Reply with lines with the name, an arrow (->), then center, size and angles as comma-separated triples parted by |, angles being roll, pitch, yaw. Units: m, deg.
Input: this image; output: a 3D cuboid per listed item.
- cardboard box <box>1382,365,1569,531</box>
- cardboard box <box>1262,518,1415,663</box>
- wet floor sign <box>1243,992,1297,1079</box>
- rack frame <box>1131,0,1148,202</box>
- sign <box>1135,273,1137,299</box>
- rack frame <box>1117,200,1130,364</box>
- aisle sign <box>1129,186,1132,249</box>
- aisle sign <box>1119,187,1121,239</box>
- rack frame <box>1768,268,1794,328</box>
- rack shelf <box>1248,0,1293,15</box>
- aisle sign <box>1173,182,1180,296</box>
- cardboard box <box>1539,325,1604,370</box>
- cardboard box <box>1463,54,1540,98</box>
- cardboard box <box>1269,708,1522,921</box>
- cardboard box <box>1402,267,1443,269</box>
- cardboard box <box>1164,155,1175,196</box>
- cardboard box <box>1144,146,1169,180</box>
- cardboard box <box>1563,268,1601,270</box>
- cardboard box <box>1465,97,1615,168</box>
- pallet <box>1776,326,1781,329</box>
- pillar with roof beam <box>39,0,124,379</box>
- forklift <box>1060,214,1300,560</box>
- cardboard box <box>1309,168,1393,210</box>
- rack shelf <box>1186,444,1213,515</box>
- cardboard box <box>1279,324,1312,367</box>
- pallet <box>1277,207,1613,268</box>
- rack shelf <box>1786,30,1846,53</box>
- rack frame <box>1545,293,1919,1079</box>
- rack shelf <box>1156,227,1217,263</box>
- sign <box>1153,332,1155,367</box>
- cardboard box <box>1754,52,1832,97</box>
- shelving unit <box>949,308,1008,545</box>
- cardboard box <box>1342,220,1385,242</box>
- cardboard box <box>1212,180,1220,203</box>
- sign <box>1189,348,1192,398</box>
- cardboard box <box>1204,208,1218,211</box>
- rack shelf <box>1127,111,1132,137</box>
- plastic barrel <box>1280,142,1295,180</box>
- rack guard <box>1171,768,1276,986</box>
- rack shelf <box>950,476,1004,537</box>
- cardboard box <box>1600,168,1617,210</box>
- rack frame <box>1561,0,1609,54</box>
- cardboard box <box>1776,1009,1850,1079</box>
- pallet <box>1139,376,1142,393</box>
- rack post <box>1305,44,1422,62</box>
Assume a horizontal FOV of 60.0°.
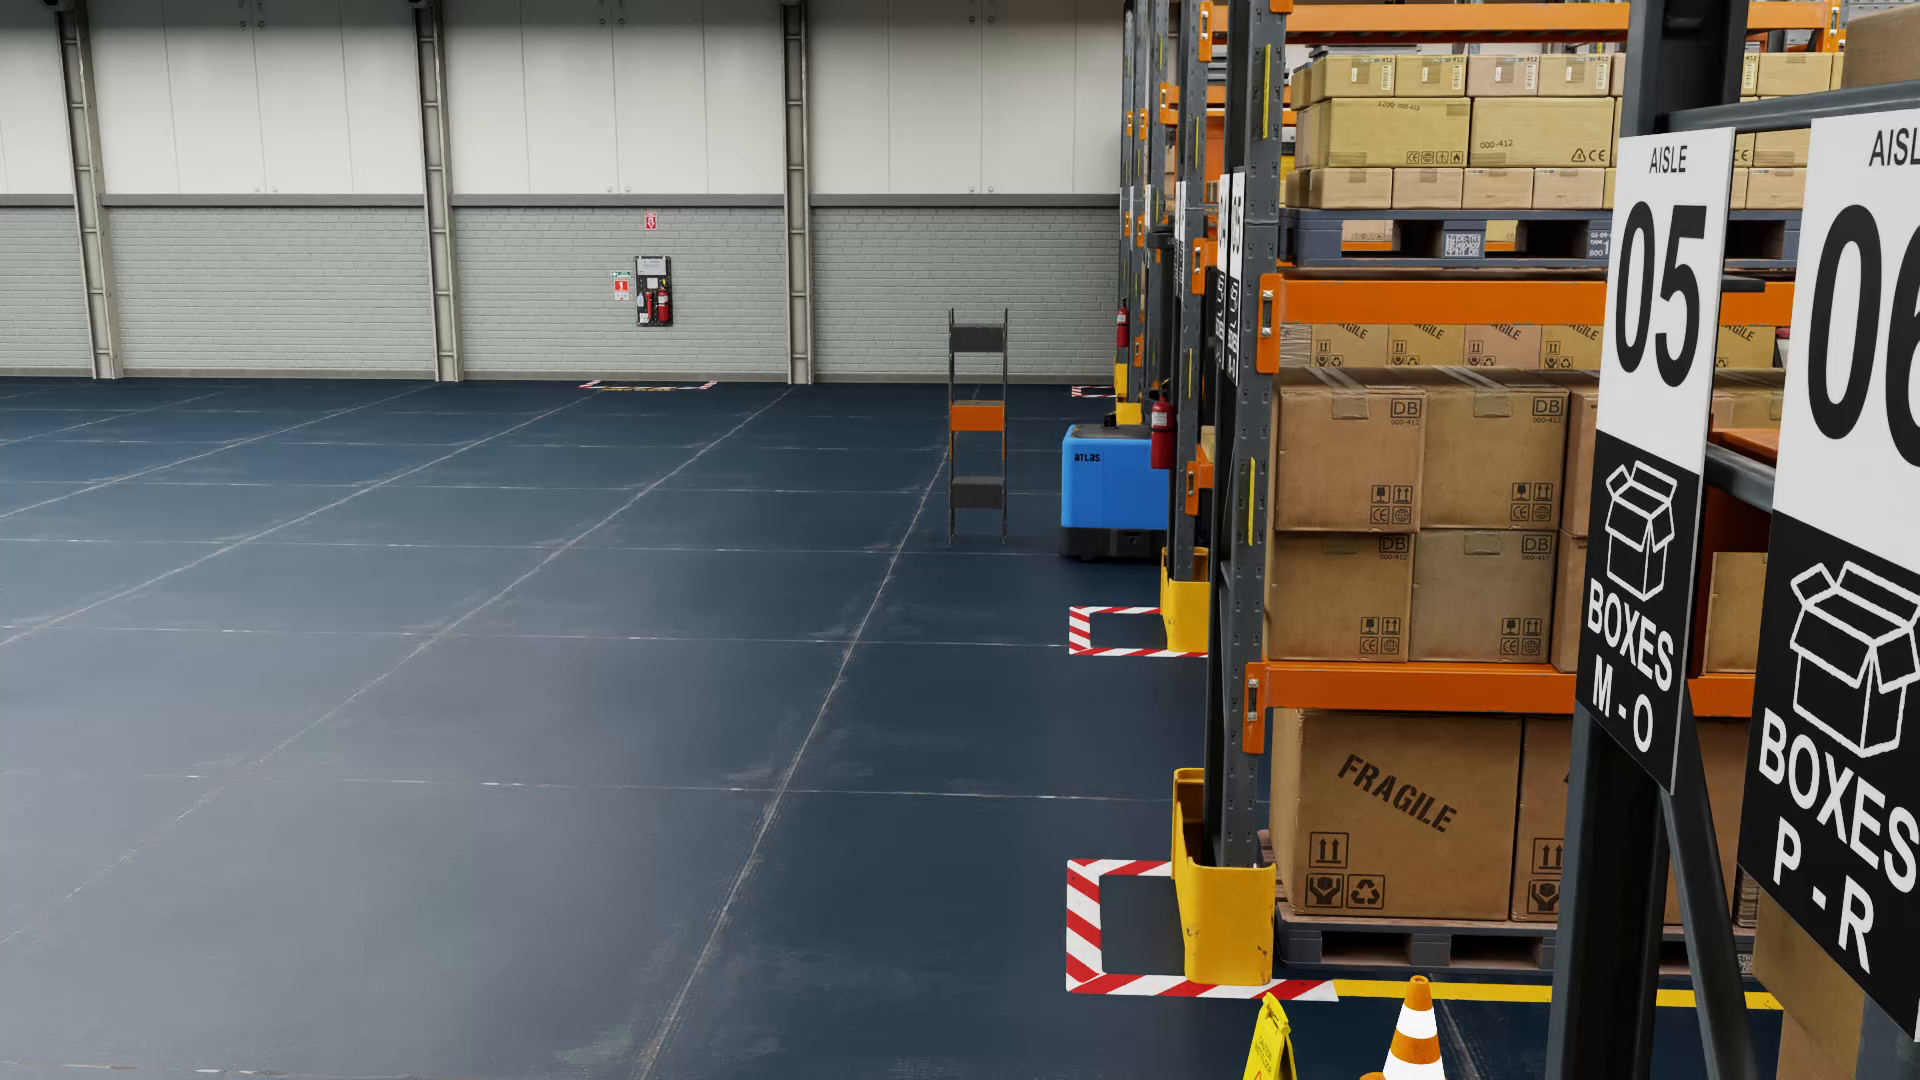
cardboard box -> 2.072, -0.396, 6.815 | 0.550, 0.550, 0.875 | 1, 12, 4
cardboard box -> 1.523, 0.126, 6.954 | 0.550, 0.550, 0.875 | 1, 12, 4
wet floor sign -> 0.988, 1.760, 5.258 | 0.232, 0.644, 0.267 | -1, 12, -6
rack frame -> 2.247, -5.768, 20.847 | 0.127, 3.000, 1.000 | 1, 12, 4
sign -> 2.204, -3.181, 20.823 | 0.005, 0.325, 0.100 | 1, 12, 4
rack frame -> 2.575, -3.844, 26.299 | 0.127, 3.000, 1.000 | 1, 12, 4
aisle sign -> 2.201, -4.165, 21.486 | 0.004, 0.787, 0.394 | 1, 12, 4
aisle sign -> 2.483, -5.056, 25.745 | 0.004, 0.787, 0.394 | 1, 12, 4
rack frame -> 10.229, -2.722, 20.938 | 0.127, 3.000, 1.000 | 1, 12, 4
rack shelf -> 3.145, -2.157, 6.319 | 4.000, 0.370, 1.077 | 1, 12, 4
aisle sign -> 1.540, -2.143, 11.817 | 0.004, 0.787, 0.394 | 1, 12, 4
cardboard box -> 4.107, -1.401, 11.208 | 0.500, 0.500, 0.500 | 1, 12, 4
cardboard box -> 1.966, -1.709, 6.166 | 0.250, 0.149, 0.380 | 1, 12, 3
cardboard box -> 1.830, 1.034, 7.144 | 0.875, 0.875, 0.875 | 1, 12, 4
cardboard box -> 5.795, -3.466, 21.079 | 0.500, 0.500, 0.700 | 1, 12, 4
cardboard box -> 2.820, -4.616, 21.044 | 0.637, 0.503, 0.797 | 2, 12, 8
cardboard box -> 2.943, -5.805, 25.615 | 0.500, 0.500, 0.500 | 0, 12, 0
cardboard box -> 9.528, -4.005, 25.752 | 0.500, 0.500, 0.700 | 0, 12, -2
cardboard box -> 2.120, -1.525, 6.259 | 0.500, 0.250, 0.500 | 1, 12, 3
pallet -> 10.910, -2.633, 20.982 | 1.003, 0.211, 1.213 | 1, 12, 4
pillar with roof beam -> -14.917, -6.314, 23.457 | 0.548, 9.000, 9.100 | 1, 12, 4
forklift -> 2.419, -1.305, 14.331 | 3.031, 2.935, 1.130 | 2, 12, 7
cardboard box -> 1.470, -1.326, 6.279 | 0.250, 0.149, 0.380 | 1, 12, 4
rack shelf -> 3.577, -0.428, 11.729 | 4.000, 0.370, 1.077 | 1, 12, 4
cardboard box -> 2.112, -1.429, 11.341 | 0.500, 0.500, 0.500 | 1, 12, 4
pallet -> 1.890, -1.213, 6.613 | 1.213, 0.211, 1.003 | 1, 12, 4
rack shelf -> 7.568, -3.114, 10.894 | 4.000, 0.370, 1.077 | 1, 12, 4
rack frame -> 0.919, 1.217, 2.108 | 0.127, 3.000, 1.000 | 1, 12, 4
rack shelf -> 3.908, -2.909, 16.259 | 4.000, 0.370, 1.077 | 1, 12, 4
sign -> 1.871, -1.843, 16.058 | 0.005, 0.325, 0.100 | 1, 12, 4
cardboard box -> 2.985, -1.695, 6.099 | 0.250, 0.149, 0.380 | 1, 12, 5
shelving unit -> 0.165, -1.025, 15.024 | 0.503, 2.100, 0.431 | 1, 12, 4
cardboard box -> 2.560, -2.138, 11.183 | 0.500, 0.250, 0.500 | 1, 12, 2
cardboard box -> 1.841, -2.347, 11.210 | 0.250, 0.149, 0.380 | 1, 12, 3
sign -> 1.545, -1.121, 11.168 | 0.005, 0.325, 0.100 | 1, 12, 4
cardboard box -> 3.943, -5.294, 25.614 | 0.500, 0.500, 0.500 | 1, 12, 6
rack shelf -> 4.570, -6.399, 25.628 | 4.000, 0.370, 1.077 | 1, 12, 4
plastic barrel -> 3.058, -3.596, 16.304 | 0.600, 0.588, 0.600 | 0, 12, 0
rack guard -> 1.125, 1.427, 7.207 | 0.348, 0.500, 1.175 | 1, 12, 4
rack shelf -> 0.165, -0.327, 15.170 | 0.480, 0.518, 0.431 | 1, 12, 4
cardboard box -> 2.478, -1.312, 6.213 | 0.250, 0.149, 0.380 | 1, 12, 4
rack frame -> 5.904, -4.702, 15.748 | 0.127, 3.000, 1.000 | 1, 12, 4
cardboard box -> 1.479, 0.973, 2.301 | 0.500, 0.500, 0.500 | 1, 12, 3
pallet -> 3.459, -2.459, 26.492 | 1.213, 0.211, 1.003 | 1, 12, 4
rack post -> 3.848, -4.699, 15.921 | 0.954, 0.300, 0.937 | 1, 12, 3
